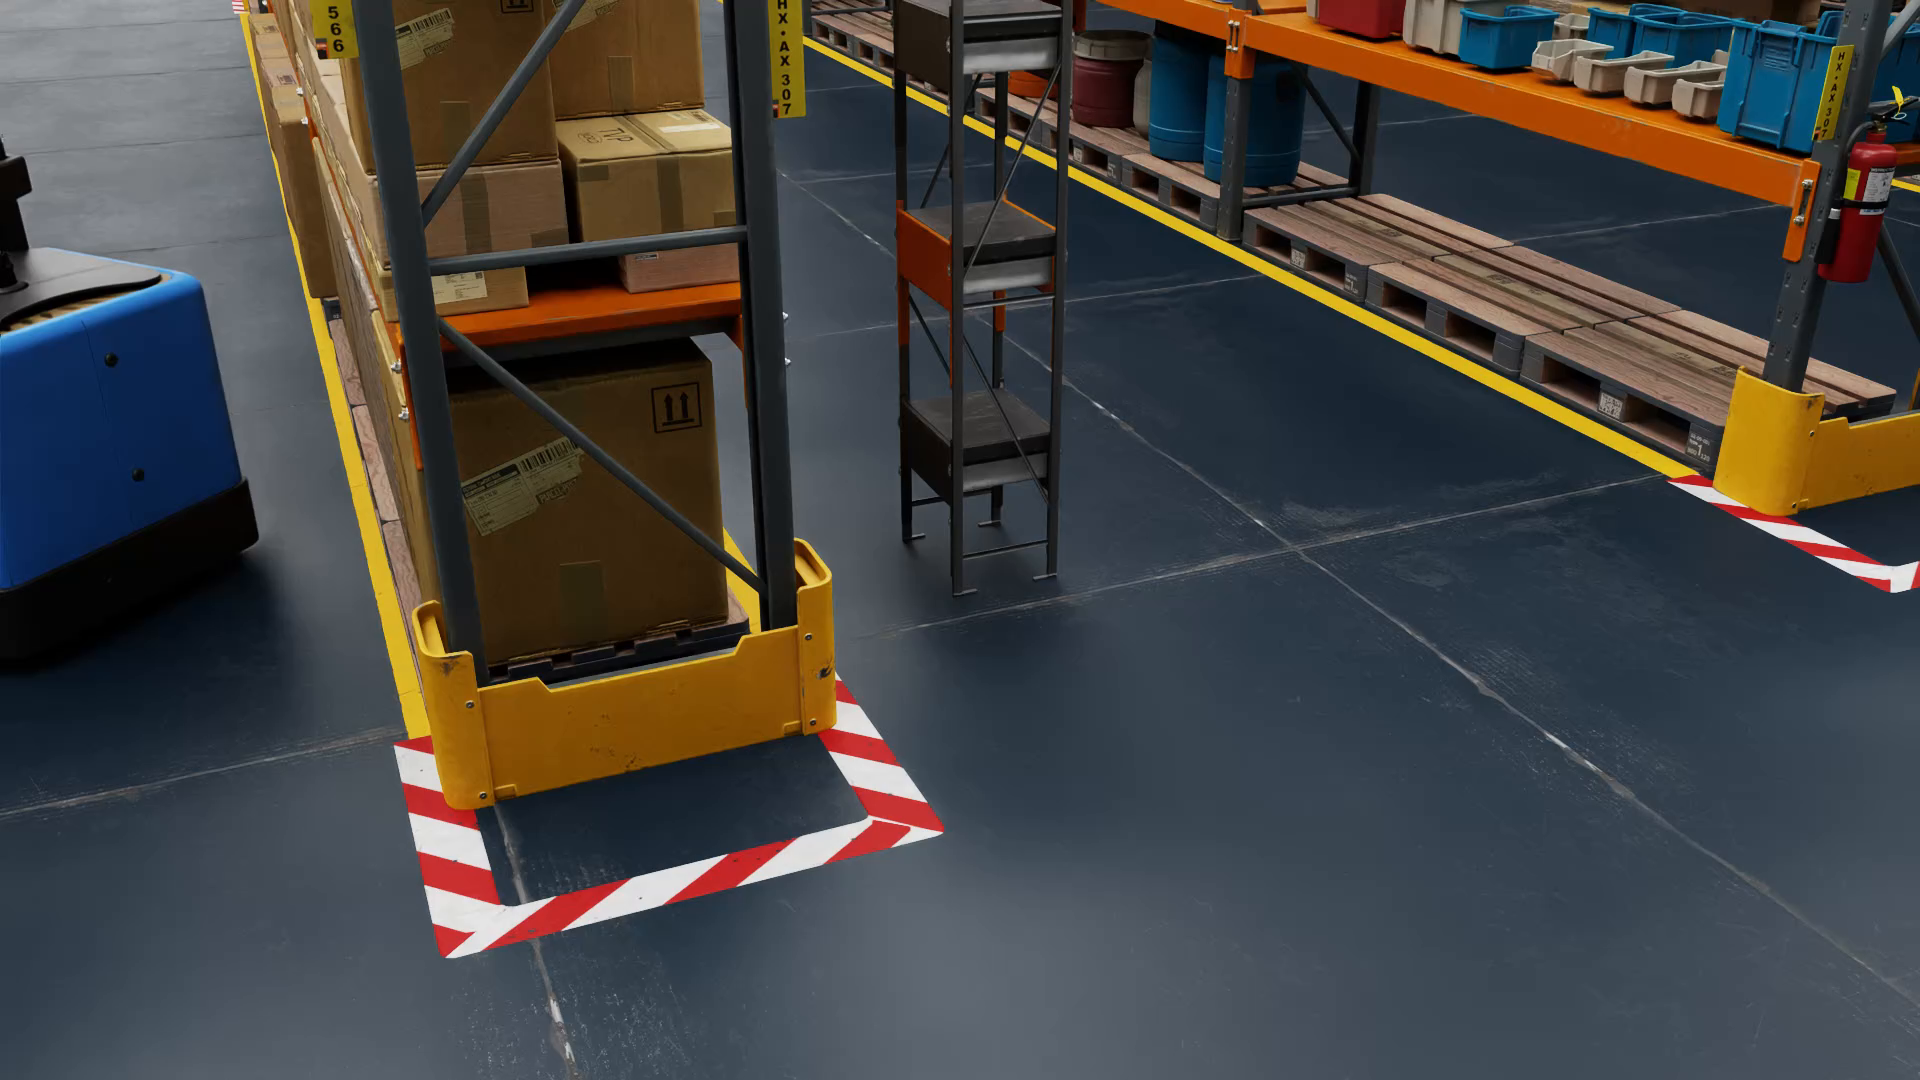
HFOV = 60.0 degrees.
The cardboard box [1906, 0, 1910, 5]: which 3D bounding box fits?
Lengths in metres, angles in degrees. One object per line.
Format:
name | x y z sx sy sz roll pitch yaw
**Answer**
cardboard box | 9.736 -5.441 15.947 0.750 0.750 0.750 -11 28 -21

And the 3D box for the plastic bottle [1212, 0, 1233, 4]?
plastic bottle | 1.567 -3.269 9.668 0.152 0.276 0.135 -11 28 -21

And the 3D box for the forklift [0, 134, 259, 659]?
forklift | -4.120 -1.357 5.690 3.031 2.935 1.130 12 29 24

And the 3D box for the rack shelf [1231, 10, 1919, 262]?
rack shelf | 2.802 -2.090 7.932 1.077 0.370 4.000 -11 28 -21

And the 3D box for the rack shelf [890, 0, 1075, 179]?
rack shelf | 0.065 -1.493 5.351 0.431 0.518 0.480 -11 28 -21

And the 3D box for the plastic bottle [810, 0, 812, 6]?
plastic bottle | -1.543 -5.484 16.751 0.097 0.201 0.097 0 26 0

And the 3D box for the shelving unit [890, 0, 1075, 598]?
shelving unit | 0.065 -0.877 5.652 0.431 2.100 0.503 -11 28 -21

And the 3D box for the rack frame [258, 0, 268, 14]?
rack frame | -5.671 -5.600 14.300 1.000 3.000 0.127 -11 28 -21

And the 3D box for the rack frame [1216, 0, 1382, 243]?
rack frame | 2.019 -3.221 9.428 1.000 3.000 0.127 -11 28 -21

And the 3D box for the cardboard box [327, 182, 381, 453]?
cardboard box | -2.001 -0.960 6.741 0.875 0.875 0.875 -11 28 -21

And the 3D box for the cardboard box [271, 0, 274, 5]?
cardboard box | -3.757 -3.373 9.625 0.500 0.500 0.500 -11 28 -22

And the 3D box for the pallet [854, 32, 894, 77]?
pallet | -0.289 -4.394 15.009 1.003 0.211 1.213 -11 28 -21

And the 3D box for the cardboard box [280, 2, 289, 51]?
cardboard box | -3.160 -2.758 8.365 0.500 0.500 0.500 -10 28 -19

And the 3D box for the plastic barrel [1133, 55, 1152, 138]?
plastic barrel | 1.406 -3.043 11.422 0.421 0.512 0.421 0 26 0

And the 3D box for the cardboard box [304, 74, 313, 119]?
cardboard box | -2.522 -1.868 6.944 0.380 0.149 0.250 -10 28 -19

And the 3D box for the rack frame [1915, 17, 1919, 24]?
rack frame | 6.578 -4.071 11.168 1.000 3.000 0.127 -11 28 -21

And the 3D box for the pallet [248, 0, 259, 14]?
pallet | -6.922 -5.597 17.472 1.003 0.211 1.213 -11 28 -21

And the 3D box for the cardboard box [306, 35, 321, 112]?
cardboard box | -2.197 -1.792 6.333 0.500 0.250 0.500 -10 28 -19

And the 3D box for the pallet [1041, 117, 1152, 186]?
pallet | 1.274 -2.780 11.703 1.003 0.211 1.213 -11 28 -21

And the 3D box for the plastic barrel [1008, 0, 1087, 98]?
plastic barrel | 0.660 -3.855 12.721 0.600 0.830 0.708 -11 28 -21

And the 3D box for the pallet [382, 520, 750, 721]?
pallet | -1.357 0.189 5.623 1.003 0.211 1.213 -11 28 -21

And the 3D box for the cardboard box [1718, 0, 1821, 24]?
cardboard box | 6.222 -4.123 12.768 0.500 0.250 0.500 -11 28 -20

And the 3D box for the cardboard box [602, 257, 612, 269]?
cardboard box | -0.909 -0.946 5.054 0.380 0.149 0.250 -11 28 -21

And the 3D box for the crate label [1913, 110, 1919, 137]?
crate label | 3.792 -1.714 6.464 0.416 0.233 0.303 -11 28 -21

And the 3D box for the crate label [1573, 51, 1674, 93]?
crate label | 2.868 -2.040 7.243 0.396 0.136 0.243 -11 28 -21

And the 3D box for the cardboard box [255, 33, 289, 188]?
cardboard box | -3.512 -2.575 10.049 1.225 0.875 0.875 -10 28 -20

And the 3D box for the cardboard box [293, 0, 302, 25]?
cardboard box | -2.400 -2.336 6.592 0.500 0.500 0.500 -11 28 -21

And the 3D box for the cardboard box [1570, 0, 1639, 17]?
cardboard box | 5.329 -4.113 13.603 0.500 0.500 0.500 -11 28 -21

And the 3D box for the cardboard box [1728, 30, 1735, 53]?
cardboard box | 5.936 -3.496 12.339 0.500 0.500 0.500 -10 28 -20

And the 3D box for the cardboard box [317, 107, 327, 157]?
cardboard box | -2.220 -1.557 6.307 0.380 0.149 0.250 -10 28 -20

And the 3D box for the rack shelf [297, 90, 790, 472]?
rack shelf | -1.755 -1.239 6.189 1.077 0.370 4.000 -11 28 -21

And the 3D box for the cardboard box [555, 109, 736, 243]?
cardboard box | -0.911 -1.062 4.837 0.500 0.250 0.500 -11 28 -22

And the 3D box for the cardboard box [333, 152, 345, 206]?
cardboard box | -1.918 -1.246 5.670 0.380 0.149 0.250 -10 28 -20

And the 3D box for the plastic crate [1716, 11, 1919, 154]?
plastic crate | 3.283 -1.752 6.311 0.616 0.435 0.499 -11 28 -21

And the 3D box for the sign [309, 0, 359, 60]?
sign | -1.476 -1.294 3.892 0.100 0.325 0.005 -11 28 -21

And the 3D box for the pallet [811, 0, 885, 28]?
pallet | -1.338 -5.476 17.225 1.003 0.211 1.213 -11 28 -21

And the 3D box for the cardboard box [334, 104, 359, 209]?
cardboard box | -1.604 -1.176 5.072 0.500 0.250 0.500 -11 28 -21

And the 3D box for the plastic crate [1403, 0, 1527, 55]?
plastic crate | 2.448 -2.547 8.114 0.437 0.282 0.530 -11 28 -21

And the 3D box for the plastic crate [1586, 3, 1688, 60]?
plastic crate | 3.159 -2.367 7.801 0.416 0.233 0.300 -11 28 -21

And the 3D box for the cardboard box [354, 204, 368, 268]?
cardboard box | -1.615 -0.936 5.035 0.380 0.149 0.250 -11 28 -20

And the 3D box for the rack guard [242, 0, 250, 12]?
rack guard | -7.208 -6.060 18.093 1.175 0.500 0.348 -11 28 -21

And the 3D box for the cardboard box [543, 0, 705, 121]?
cardboard box | -1.107 -1.600 5.086 0.500 0.500 0.500 -11 28 -22

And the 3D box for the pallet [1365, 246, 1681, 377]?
pallet | 2.824 -1.184 8.435 1.003 0.211 1.213 -11 28 -21
